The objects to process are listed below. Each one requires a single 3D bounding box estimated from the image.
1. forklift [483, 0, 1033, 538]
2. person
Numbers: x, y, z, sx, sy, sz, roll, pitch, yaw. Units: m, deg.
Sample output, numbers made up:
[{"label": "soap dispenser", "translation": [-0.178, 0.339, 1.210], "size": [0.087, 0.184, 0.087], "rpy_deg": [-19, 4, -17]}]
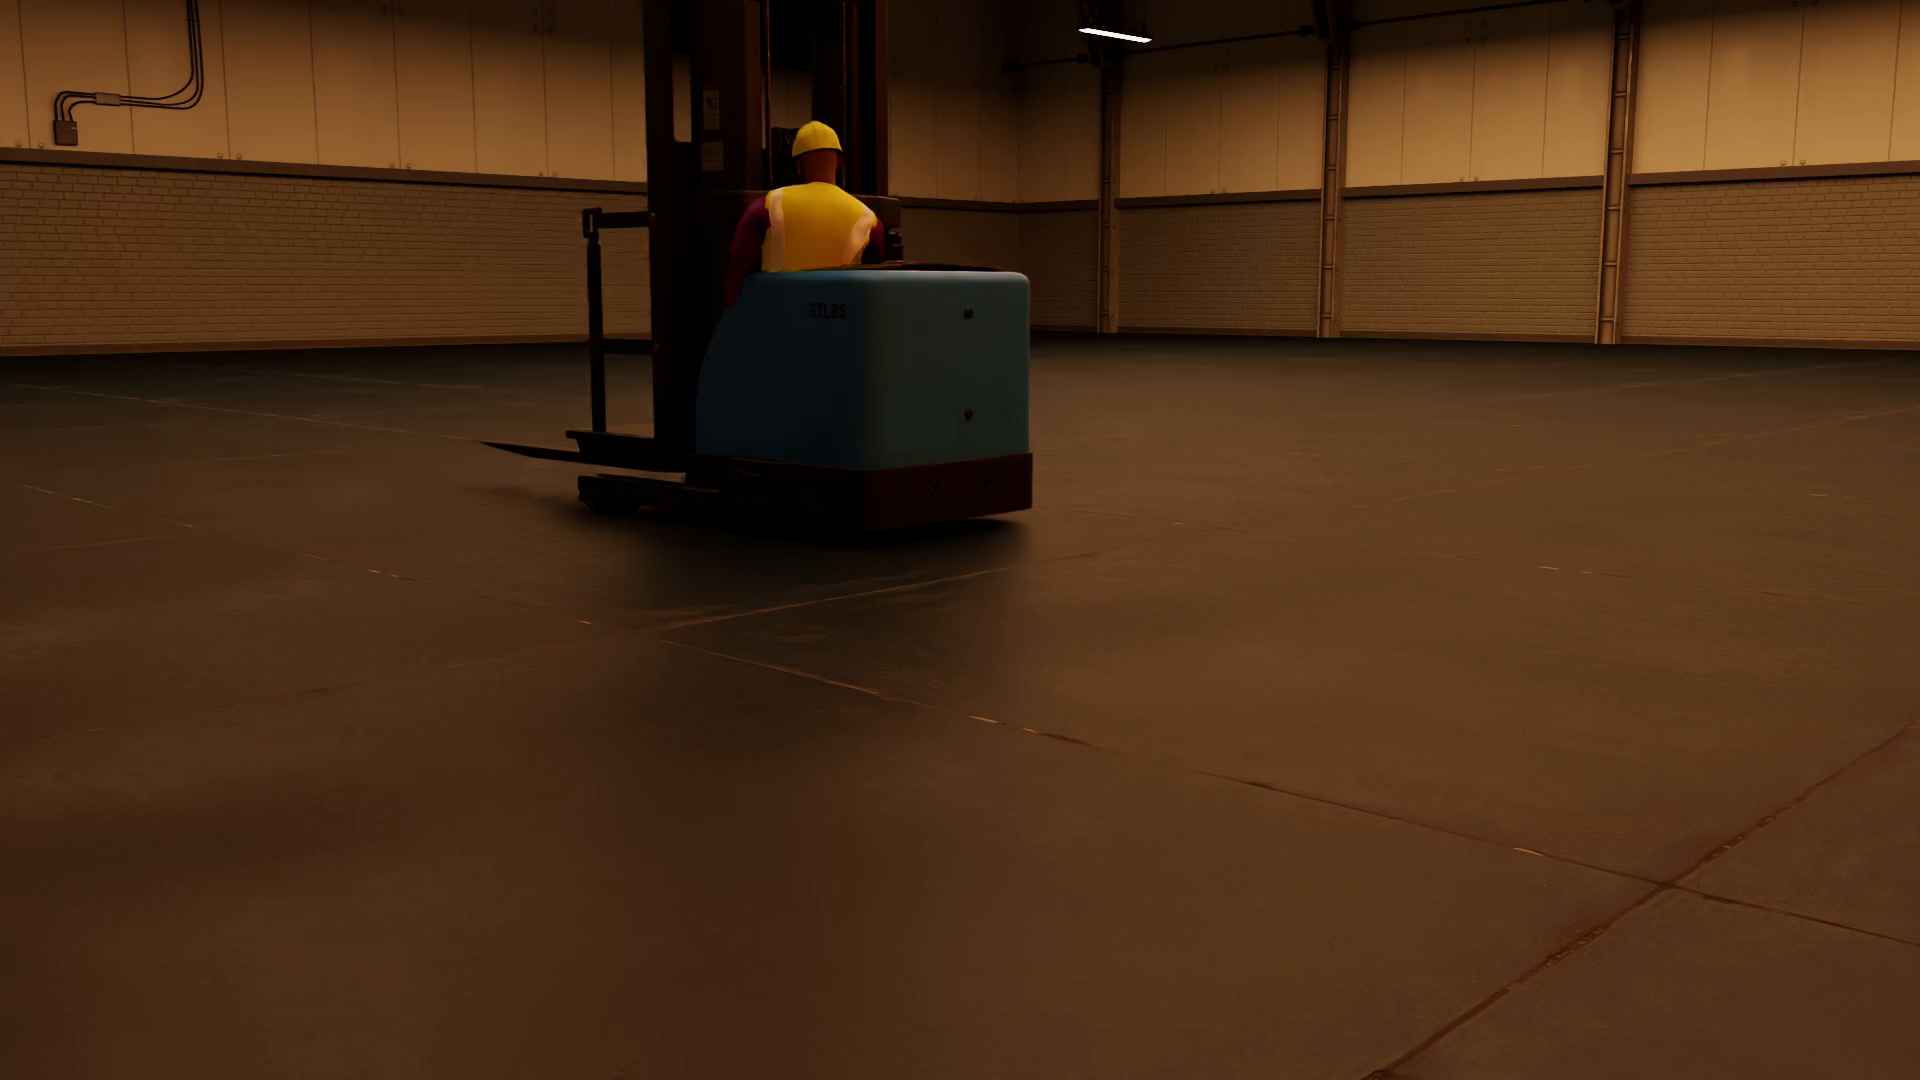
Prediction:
[{"label": "forklift", "translation": [-1.115, -1.616, 7.605], "size": [3.031, 2.935, 1.130], "rpy_deg": [8, 12, 42]}, {"label": "person", "translation": [-0.625, -0.923, 7.063], "size": [0.787, 1.638, 0.717], "rpy_deg": [-1, 9, -8]}]
